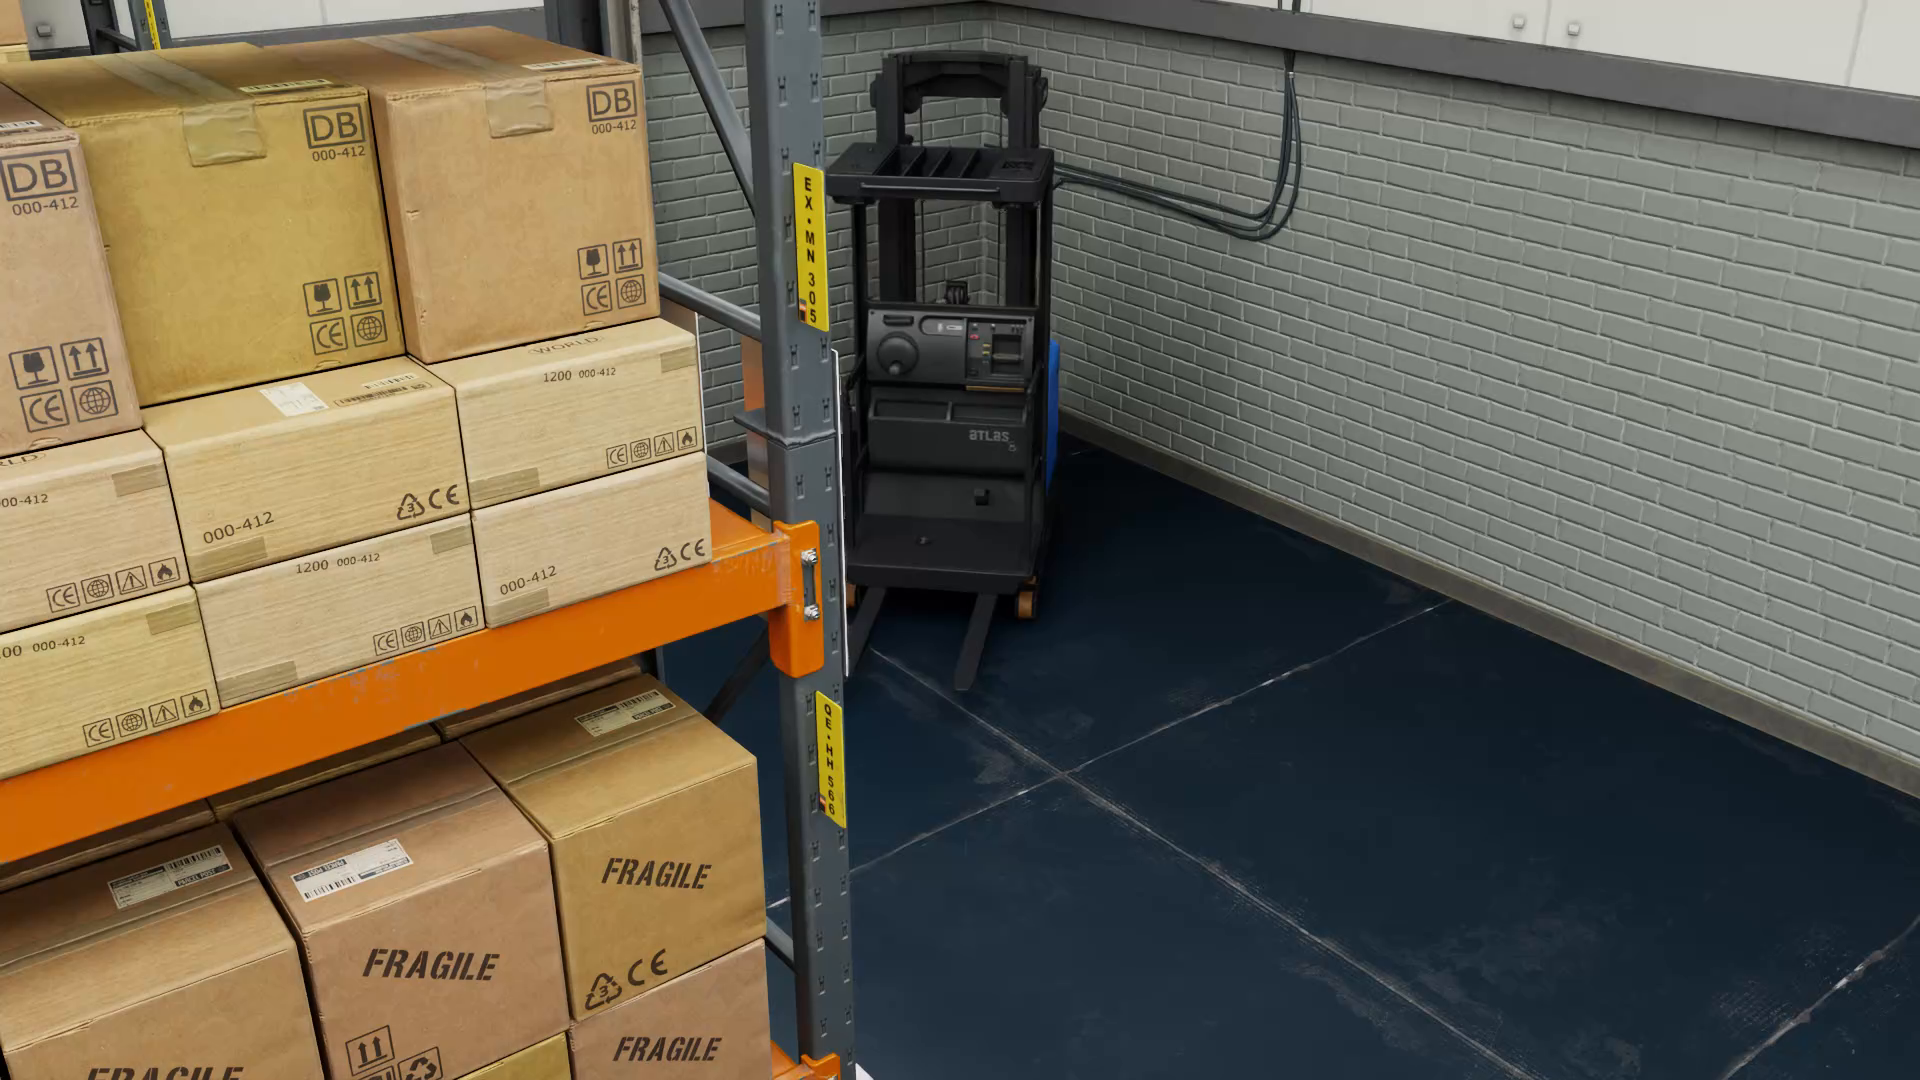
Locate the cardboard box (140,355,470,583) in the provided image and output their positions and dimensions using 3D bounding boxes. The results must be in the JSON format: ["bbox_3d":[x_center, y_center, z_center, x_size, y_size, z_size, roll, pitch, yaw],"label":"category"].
[{"bbox_3d":[-1.265,-0.183,3.102,0.500,0.250,0.500,-18,31,-34],"label":"cardboard box"}]

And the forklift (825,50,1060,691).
[{"bbox_3d":[-0.082,-1.042,9.014,1.130,2.935,3.031,3,25,7],"label":"forklift"}]

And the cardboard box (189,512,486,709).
[{"bbox_3d":[-1.267,0.043,3.209,0.500,0.250,0.500,-18,31,-34],"label":"cardboard box"}]

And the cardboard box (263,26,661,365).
[{"bbox_3d":[-1.019,-0.732,3.395,0.500,0.500,0.700,-18,31,-34],"label":"cardboard box"}]

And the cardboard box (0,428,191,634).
[{"bbox_3d":[-1.661,-0.054,2.825,0.500,0.250,0.500,-18,31,-34],"label":"cardboard box"}]

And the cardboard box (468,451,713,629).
[{"bbox_3d":[-0.866,-0.083,3.481,0.500,0.250,0.500,-18,31,-34],"label":"cardboard box"}]

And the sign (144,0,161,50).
[{"bbox_3d":[-3.361,-2.195,6.895,0.005,0.325,0.100,-18,31,-34],"label":"sign"}]

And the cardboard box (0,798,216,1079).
[{"bbox_3d":[-1.940,0.784,3.691,0.500,0.500,0.500,-18,30,-33],"label":"cardboard box"}]

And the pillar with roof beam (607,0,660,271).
[{"bbox_3d":[0.563,-2.935,5.884,0.400,9.000,9.100,-18,31,-34],"label":"pillar with roof beam"}]

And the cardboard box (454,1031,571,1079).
[{"bbox_3d":[-1.215,1.286,3.798,0.500,0.500,0.500,-18,30,-34],"label":"cardboard box"}]

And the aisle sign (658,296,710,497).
[{"bbox_3d":[-0.752,-0.306,4.258,0.004,0.787,0.394,-18,31,-34],"label":"aisle sign"}]

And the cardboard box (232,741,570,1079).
[{"bbox_3d":[-1.202,0.828,3.597,0.500,0.500,0.500,-17,30,-33],"label":"cardboard box"}]

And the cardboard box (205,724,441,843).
[{"bbox_3d":[-1.543,0.656,3.967,0.500,0.500,0.500,-18,30,-34],"label":"cardboard box"}]

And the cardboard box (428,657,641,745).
[{"bbox_3d":[-1.137,0.517,4.265,0.500,0.500,0.500,-17,30,-33],"label":"cardboard box"}]

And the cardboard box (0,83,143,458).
[{"bbox_3d":[-1.792,-0.465,2.819,0.500,0.500,0.700,-18,31,-34],"label":"cardboard box"}]

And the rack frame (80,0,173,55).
[{"bbox_3d":[-3.684,-3.373,6.828,0.127,3.000,1.000,-18,31,-34],"label":"rack frame"}]

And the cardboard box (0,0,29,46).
[{"bbox_3d":[-4.092,-2.240,6.619,0.500,0.500,0.500,-18,31,-34],"label":"cardboard box"}]

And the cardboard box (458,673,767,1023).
[{"bbox_3d":[-0.805,0.696,3.880,0.500,0.500,0.500,-19,31,-34],"label":"cardboard box"}]

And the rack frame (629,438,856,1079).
[{"bbox_3d":[-0.625,0.988,4.557,0.127,3.000,1.000,-18,31,-34],"label":"rack frame"}]

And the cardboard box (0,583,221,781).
[{"bbox_3d":[-1.652,0.177,2.920,0.500,0.250,0.500,-18,31,-34],"label":"cardboard box"}]

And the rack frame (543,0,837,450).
[{"bbox_3d":[-0.625,-1.733,3.294,0.127,3.000,1.000,-18,31,-34],"label":"rack frame"}]

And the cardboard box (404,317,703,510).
[{"bbox_3d":[-0.872,-0.313,3.382,0.500,0.250,0.500,-18,31,-34],"label":"cardboard box"}]

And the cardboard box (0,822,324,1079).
[{"bbox_3d":[-1.607,0.964,3.303,0.500,0.500,0.500,-17,30,-33],"label":"cardboard box"}]

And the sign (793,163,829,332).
[{"bbox_3d":[-0.298,-0.585,3.332,0.005,0.325,0.100,-18,31,-34],"label":"sign"}]

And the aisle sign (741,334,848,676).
[{"bbox_3d":[-0.382,-0.107,3.829,0.004,0.787,0.394,-18,31,-34],"label":"aisle sign"}]

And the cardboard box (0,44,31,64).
[{"bbox_3d":[-4.097,-1.902,6.782,0.500,0.250,0.500,-17,30,-33],"label":"cardboard box"}]

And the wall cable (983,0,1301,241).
[{"bbox_3d":[0.987,-3.315,10.392,0.112,2.526,3.097,-18,31,-34],"label":"wall cable"}]

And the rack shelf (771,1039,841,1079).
[{"bbox_3d":[-2.199,1.834,3.589,4.000,0.370,1.077,-18,31,-34],"label":"rack shelf"}]

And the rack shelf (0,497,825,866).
[{"bbox_3d":[-2.199,0.474,2.958,4.000,0.370,1.077,-18,31,-34],"label":"rack shelf"}]

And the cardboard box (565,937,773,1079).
[{"bbox_3d":[-0.809,1.150,4.091,0.500,0.500,0.500,-17,30,-32],"label":"cardboard box"}]

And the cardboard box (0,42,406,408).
[{"bbox_3d":[-1.465,-0.630,3.175,0.500,0.500,0.700,-18,31,-34],"label":"cardboard box"}]

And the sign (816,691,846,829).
[{"bbox_3d":[-0.298,0.509,3.839,0.005,0.325,0.100,-18,31,-34],"label":"sign"}]
